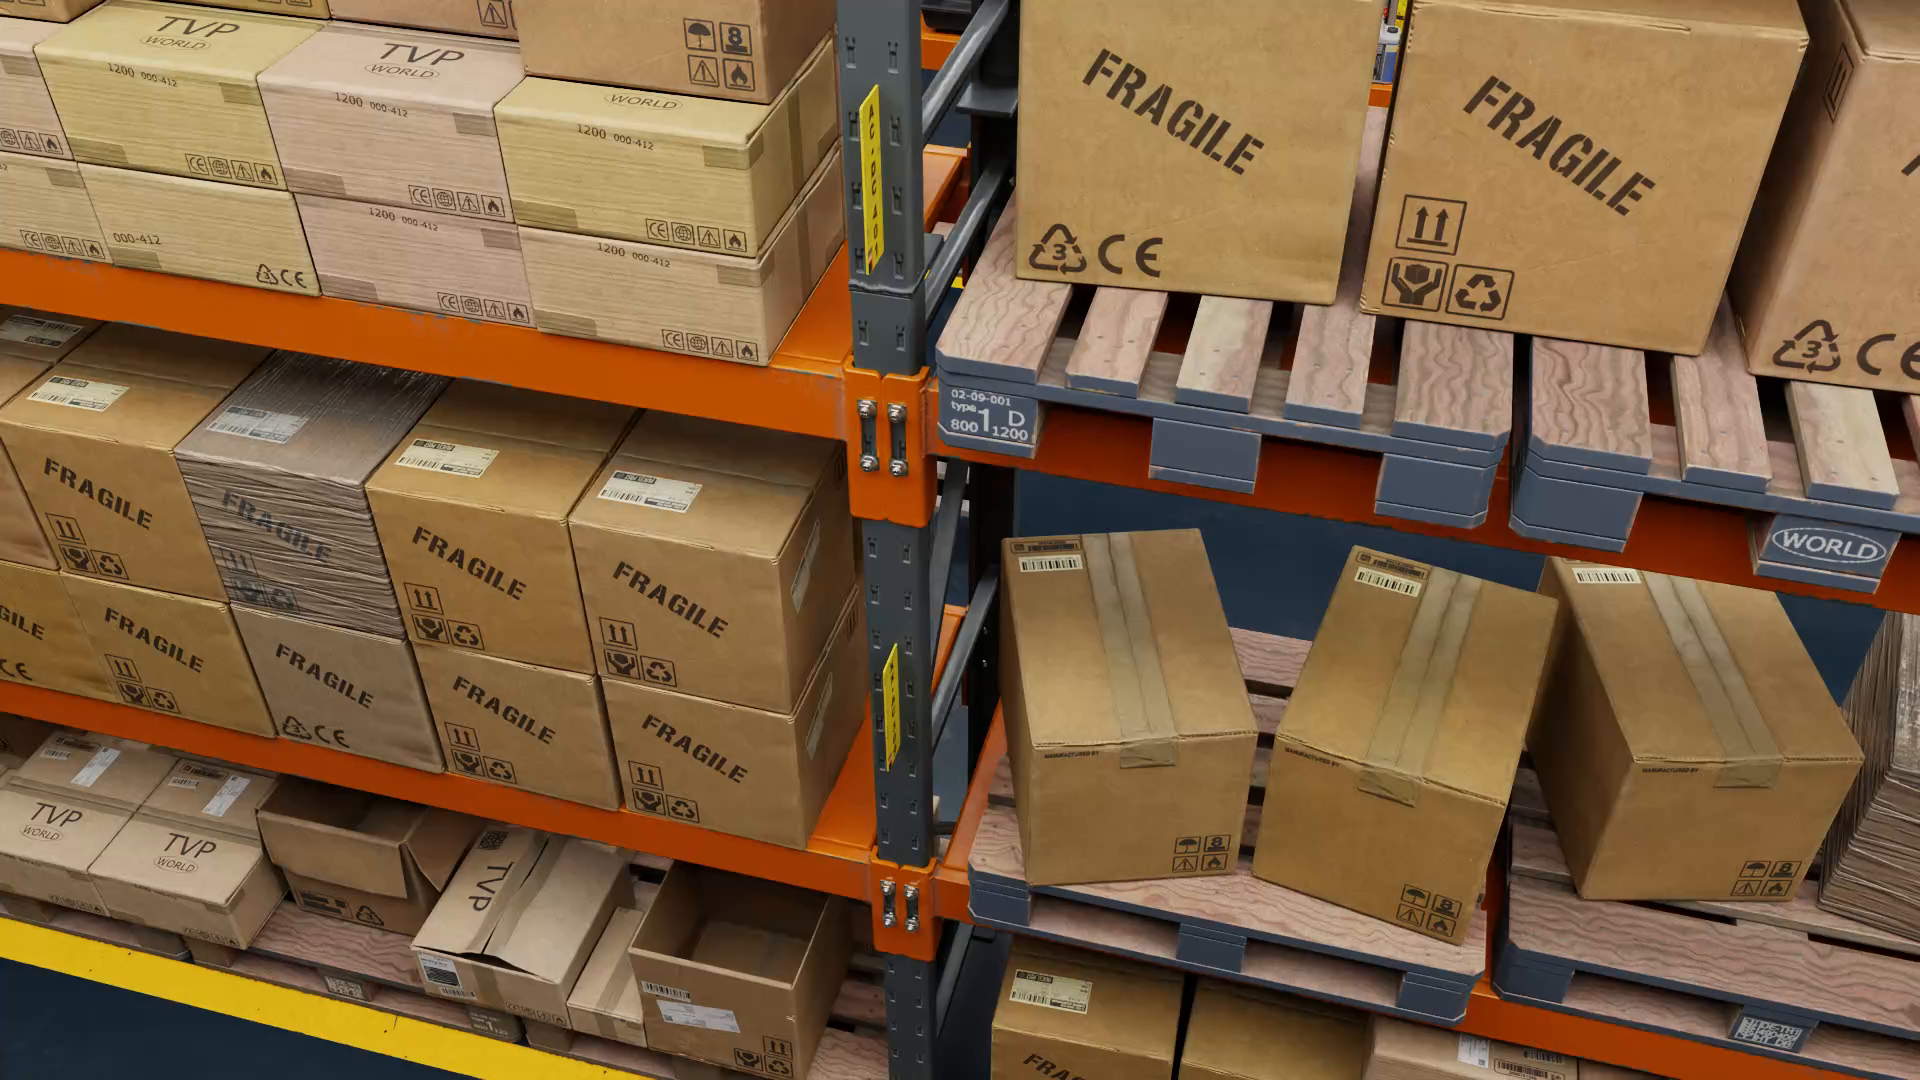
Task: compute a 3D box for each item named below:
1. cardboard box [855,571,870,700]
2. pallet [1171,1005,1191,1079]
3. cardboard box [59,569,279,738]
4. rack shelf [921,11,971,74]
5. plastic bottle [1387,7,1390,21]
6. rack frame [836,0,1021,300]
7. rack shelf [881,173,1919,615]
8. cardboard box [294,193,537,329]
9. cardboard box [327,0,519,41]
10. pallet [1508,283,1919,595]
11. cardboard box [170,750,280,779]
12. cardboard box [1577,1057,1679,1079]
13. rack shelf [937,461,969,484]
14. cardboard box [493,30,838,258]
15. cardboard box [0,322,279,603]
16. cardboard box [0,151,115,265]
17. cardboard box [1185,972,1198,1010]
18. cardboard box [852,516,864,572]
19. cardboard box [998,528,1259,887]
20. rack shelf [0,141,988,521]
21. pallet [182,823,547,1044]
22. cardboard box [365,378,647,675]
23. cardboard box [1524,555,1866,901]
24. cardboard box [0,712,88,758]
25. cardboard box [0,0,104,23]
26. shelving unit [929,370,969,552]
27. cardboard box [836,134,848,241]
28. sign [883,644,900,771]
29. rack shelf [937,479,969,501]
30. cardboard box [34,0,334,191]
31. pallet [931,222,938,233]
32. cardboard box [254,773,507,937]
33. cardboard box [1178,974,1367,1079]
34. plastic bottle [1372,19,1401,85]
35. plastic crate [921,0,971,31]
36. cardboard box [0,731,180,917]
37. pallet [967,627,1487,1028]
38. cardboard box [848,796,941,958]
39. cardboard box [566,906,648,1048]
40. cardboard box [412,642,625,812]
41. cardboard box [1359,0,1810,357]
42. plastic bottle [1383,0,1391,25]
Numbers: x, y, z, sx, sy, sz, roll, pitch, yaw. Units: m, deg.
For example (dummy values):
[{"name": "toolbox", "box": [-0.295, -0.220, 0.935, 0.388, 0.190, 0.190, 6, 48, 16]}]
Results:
[{"name": "cardboard box", "box": [-0.443, 0.084, 4.740, 0.500, 0.500, 0.500, 11, 41, 13]}, {"name": "pallet", "box": [0.774, 1.556, 5.234, 1.213, 0.211, 1.003, 10, 41, 11]}, {"name": "cardboard box", "box": [-2.058, 0.162, 4.647, 0.500, 0.500, 0.500, 10, 41, 12]}, {"name": "rack shelf", "box": [-0.669, -2.758, 8.761, 4.000, 0.370, 1.077, 10, 41, 11]}, {"name": "plastic bottle", "box": [2.080, -2.728, 8.262, 0.135, 0.276, 0.152, 10, 41, 11]}, {"name": "rack frame", "box": [-0.021, -1.921, 2.541, 0.127, 3.000, 1.000, 10, 41, 11]}, {"name": "rack shelf", "box": [1.911, -0.165, 3.341, 4.000, 0.370, 1.077, 10, 41, 11]}, {"name": "cardboard box", "box": [-1.040, -0.721, 3.560, 0.500, 0.250, 0.500, 10, 41, 11]}, {"name": "cardboard box", "box": [-0.947, -1.422, 3.423, 0.500, 0.500, 0.700, 10, 41, 11]}, {"name": "pallet", "box": [1.593, -0.378, 3.182, 1.003, 0.211, 1.213, 10, 41, 11]}, {"name": "cardboard box", "box": [-2.386, 0.709, 5.869, 0.500, 0.250, 0.500, 10, 41, 11]}, {"name": "cardboard box", "box": [1.834, 1.359, 4.318, 0.500, 0.250, 0.500, 9, 41, 11]}, {"name": "rack shelf", "box": [-0.008, -0.320, 6.984, 0.200, 0.077, 0.258, 10, 41, 11]}, {"name": "cardboard box", "box": [-0.561, -0.819, 3.288, 0.500, 0.250, 0.500, 10, 41, 11]}, {"name": "cardboard box", "box": [-2.045, -0.220, 4.325, 0.500, 0.500, 0.500, 9, 41, 11]}, {"name": "cardboard box", "box": [-2.007, -0.884, 3.755, 0.500, 0.250, 0.500, 10, 41, 11]}, {"name": "cardboard box", "box": [1.005, 1.156, 5.143, 0.500, 0.500, 0.500, 10, 41, 12]}, {"name": "cardboard box", "box": [-0.404, -0.298, 4.418, 0.500, 0.500, 0.500, 11, 41, 13]}, {"name": "cardboard box", "box": [0.379, 0.395, 4.044, 0.500, 0.500, 0.700, -3, 40, -3]}, {"name": "rack shelf", "box": [-1.953, -0.830, 4.133, 4.000, 0.370, 1.077, 10, 41, 11]}, {"name": "pallet", "box": [-1.867, 1.128, 5.744, 1.213, 0.211, 1.003, 10, 41, 11]}, {"name": "cardboard box", "box": [-1.072, -0.052, 4.124, 0.500, 0.500, 0.500, 9, 41, 11]}, {"name": "cardboard box", "box": [1.702, 0.432, 3.999, 0.500, 0.500, 0.700, 0, 40, 0]}, {"name": "cardboard box", "box": [-3.296, 0.437, 5.999, 0.500, 0.500, 0.500, 10, 41, 11]}, {"name": "cardboard box", "box": [-1.954, -1.490, 3.504, 0.500, 0.500, 0.700, 10, 41, 11]}, {"name": "shelving unit", "box": [-0.008, -0.346, 6.962, 0.210, 0.900, 0.258, 10, 41, 11]}, {"name": "cardboard box", "box": [-0.427, -0.950, 3.833, 0.500, 0.250, 0.500, 10, 41, 11]}, {"name": "sign", "box": [-0.154, 0.383, 3.789, 0.005, 0.325, 0.100, 10, 41, 11]}, {"name": "rack shelf", "box": [-0.008, -0.252, 7.042, 0.200, 0.077, 0.258, 10, 41, 11]}, {"name": "cardboard box", "box": [-1.526, -0.989, 3.490, 0.500, 0.250, 0.500, 10, 41, 11]}, {"name": "pallet", "box": [-0.640, -1.933, 9.387, 1.213, 0.211, 1.003, 10, 41, 11]}, {"name": "cardboard box", "box": [-1.837, 0.854, 5.499, 0.637, 0.503, 0.797, 10, 41, 11]}, {"name": "cardboard box", "box": [0.901, 1.478, 4.759, 0.500, 0.500, 0.500, 10, 41, 12]}, {"name": "plastic bottle", "box": [1.965, -2.279, 7.728, 0.135, 0.276, 0.152, 10, 41, 11]}, {"name": "plastic crate", "box": [0.112, -2.638, 8.225, 0.590, 0.125, 0.437, 10, 41, 11]}, {"name": "cardboard box", "box": [-2.950, 0.945, 5.588, 0.500, 0.250, 0.500, 10, 41, 11]}, {"name": "pallet", "box": [0.723, 0.650, 4.293, 1.213, 0.211, 1.003, 10, 41, 11]}, {"name": "cardboard box", "box": [-0.371, 1.033, 5.436, 0.500, 0.311, 0.500, 10, 41, 11]}, {"name": "cardboard box", "box": [-1.023, 1.356, 5.178, 0.250, 0.149, 0.380, 10, 41, 11]}, {"name": "cardboard box", "box": [-1.069, 0.329, 4.448, 0.500, 0.500, 0.500, 11, 41, 13]}, {"name": "cardboard box", "box": [1.098, -0.784, 3.036, 0.600, 0.600, 0.600, 9, 41, 11]}, {"name": "plastic bottle", "box": [2.066, -2.619, 8.190, 0.097, 0.201, 0.097, 0, 40, 0]}]
